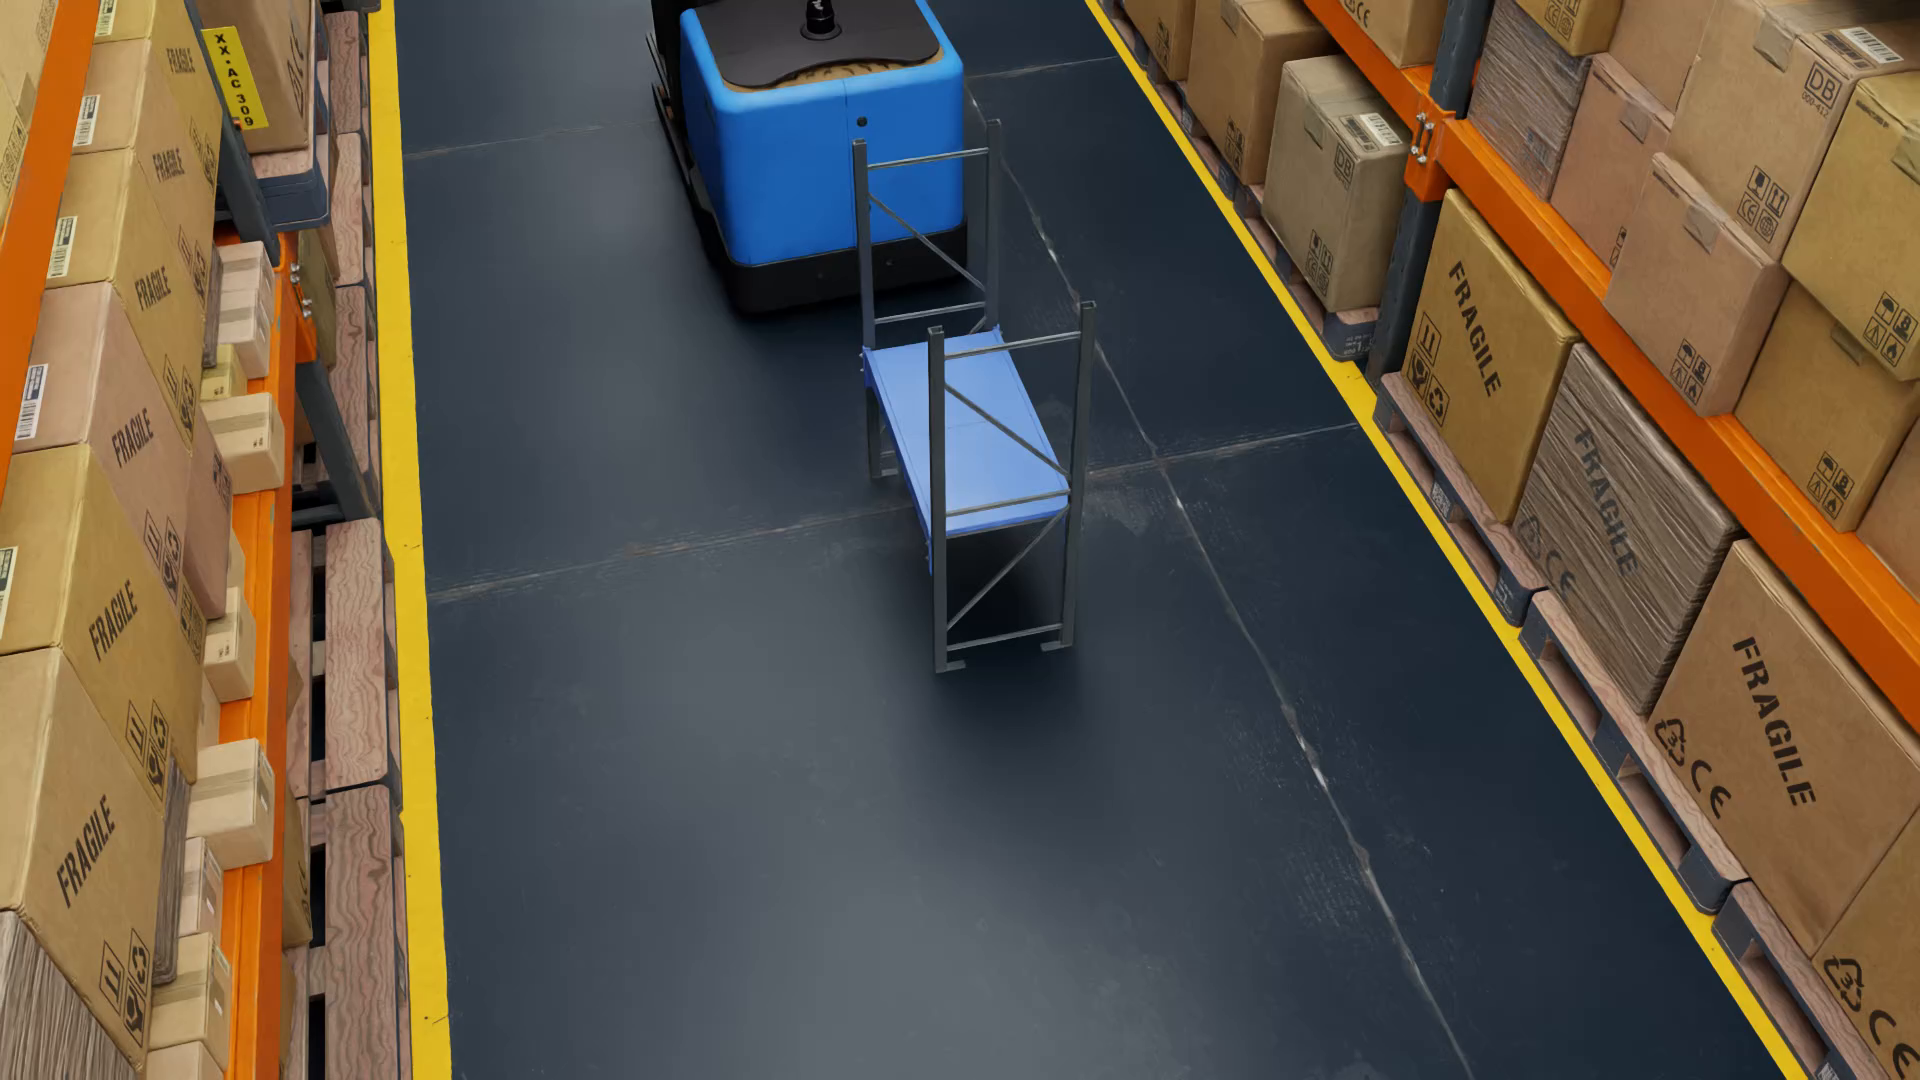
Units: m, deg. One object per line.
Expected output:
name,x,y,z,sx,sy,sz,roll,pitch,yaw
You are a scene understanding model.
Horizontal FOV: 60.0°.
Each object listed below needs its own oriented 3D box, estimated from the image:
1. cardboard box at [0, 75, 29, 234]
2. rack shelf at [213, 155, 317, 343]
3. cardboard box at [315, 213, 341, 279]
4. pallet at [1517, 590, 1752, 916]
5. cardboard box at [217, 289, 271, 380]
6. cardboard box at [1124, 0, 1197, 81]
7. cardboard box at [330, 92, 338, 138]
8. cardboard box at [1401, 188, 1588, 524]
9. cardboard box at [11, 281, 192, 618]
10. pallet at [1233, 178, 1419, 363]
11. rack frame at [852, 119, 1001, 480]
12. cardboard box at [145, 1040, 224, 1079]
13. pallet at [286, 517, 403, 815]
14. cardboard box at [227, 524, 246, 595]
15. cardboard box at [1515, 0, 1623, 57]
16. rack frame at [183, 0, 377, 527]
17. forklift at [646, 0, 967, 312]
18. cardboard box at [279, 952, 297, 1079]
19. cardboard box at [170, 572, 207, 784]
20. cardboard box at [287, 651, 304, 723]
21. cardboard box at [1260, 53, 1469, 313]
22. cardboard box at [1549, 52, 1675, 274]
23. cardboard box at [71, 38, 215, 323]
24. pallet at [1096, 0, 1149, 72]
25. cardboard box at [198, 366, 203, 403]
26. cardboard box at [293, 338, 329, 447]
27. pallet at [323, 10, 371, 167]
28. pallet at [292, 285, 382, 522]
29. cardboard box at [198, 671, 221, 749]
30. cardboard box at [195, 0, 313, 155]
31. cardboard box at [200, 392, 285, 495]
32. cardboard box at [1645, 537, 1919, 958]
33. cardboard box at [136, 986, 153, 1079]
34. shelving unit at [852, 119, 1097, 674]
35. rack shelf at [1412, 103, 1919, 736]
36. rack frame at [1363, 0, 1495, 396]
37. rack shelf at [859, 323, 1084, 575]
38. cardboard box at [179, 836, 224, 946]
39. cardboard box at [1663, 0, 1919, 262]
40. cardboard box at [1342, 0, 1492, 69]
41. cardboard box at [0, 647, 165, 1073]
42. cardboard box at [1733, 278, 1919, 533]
cardboard box,-1.892,-0.610,2.753,0.500,0.250,0.500,-9,46,-9
rack shelf,-3.156,-2.068,6.680,1.077,0.370,4.000,-11,47,-10
cardboard box,-3.028,-1.364,6.929,0.700,0.500,0.500,-14,47,-14
pallet,2.612,0.584,5.530,1.003,0.211,1.213,-11,47,-10
cardboard box,-2.250,-0.582,4.896,0.380,0.149,0.250,-11,47,-10
cardboard box,1.449,-2.857,8.231,1.050,0.750,0.750,-10,46,-10
cardboard box,-3.322,-2.140,7.689,0.700,0.500,0.500,-14,47,-14
cardboard box,2.270,-0.732,6.061,0.875,0.875,0.875,-10,46,-10
cardboard box,-1.881,-0.131,3.300,0.500,0.500,0.500,-11,47,-10
pallet,1.907,-1.319,7.394,1.003,0.211,1.213,-11,47,-10
rack frame,-0.108,-0.817,6.001,0.500,1.500,0.032,-11,47,-10
cardboard box,-1.641,1.150,3.198,0.380,0.149,0.250,-11,47,-10
pallet,-2.437,0.495,5.617,1.003,0.211,1.213,-11,47,-10
cardboard box,-2.032,0.116,4.212,0.380,0.149,0.250,-11,47,-10
cardboard box,2.238,-1.945,5.195,0.875,0.550,0.550,-11,47,-10
rack frame,-2.644,-0.939,5.070,1.000,3.000,0.127,-11,47,-10
forklift,-0.894,-3.071,7.208,1.130,2.935,3.031,-13,47,-12
cardboard box,-2.091,1.275,4.357,0.500,0.500,0.500,-7,46,-7
cardboard box,-2.181,0.276,3.601,0.875,0.500,0.500,-11,47,-10
cardboard box,-2.426,0.467,5.148,0.500,0.500,0.500,3,46,2
cardboard box,1.931,-1.547,6.947,1.050,0.750,0.750,-11,47,-11
cardboard box,2.446,-1.200,5.221,0.875,0.550,0.550,-11,47,-10
cardboard box,-2.133,-0.822,3.977,0.500,0.500,0.500,-11,47,-10
pallet,1.282,-3.003,9.045,1.003,0.211,1.213,-11,47,-10
cardboard box,-2.494,-0.404,4.267,0.875,0.500,0.500,-11,47,-10
cardboard box,-2.780,-0.645,6.224,0.700,0.500,0.500,-14,47,-13
pallet,-3.469,-2.184,8.243,1.003,0.211,1.213,-11,47,-10
pallet,-2.844,-0.500,6.592,1.003,0.211,1.213,-11,47,-10
cardboard box,-1.945,0.469,3.866,0.380,0.149,0.250,-11,47,-10
cardboard box,-2.712,-1.870,5.268,1.000,1.000,1.000,-10,46,-10
cardboard box,-2.072,-0.246,4.567,0.380,0.149,0.250,-11,47,-10
cardboard box,2.736,0.519,4.834,0.875,0.875,0.875,-11,47,-11
cardboard box,-1.978,0.976,2.915,0.875,0.500,0.500,-11,47,-10
shelving unit,0.022,-0.466,5.657,0.538,1.500,1.048,-11,47,-10
rack shelf,2.689,-0.143,4.794,1.077,0.370,4.000,-11,47,-10
rack frame,2.177,-1.776,5.890,1.000,3.000,0.127,-11,47,-10
rack shelf,0.022,-0.340,5.785,0.538,0.185,1.000,-11,47,-10
cardboard box,-1.789,0.809,3.533,0.380,0.149,0.250,-11,47,-10
cardboard box,2.497,-1.189,4.454,0.875,0.550,0.550,-11,47,-10
cardboard box,1.785,-2.122,6.159,0.500,0.500,0.500,-11,47,-11
cardboard box,-1.618,0.558,2.625,0.500,0.500,0.500,-11,47,-10
cardboard box,2.703,-0.458,4.494,0.875,0.550,0.500,-11,47,-10
